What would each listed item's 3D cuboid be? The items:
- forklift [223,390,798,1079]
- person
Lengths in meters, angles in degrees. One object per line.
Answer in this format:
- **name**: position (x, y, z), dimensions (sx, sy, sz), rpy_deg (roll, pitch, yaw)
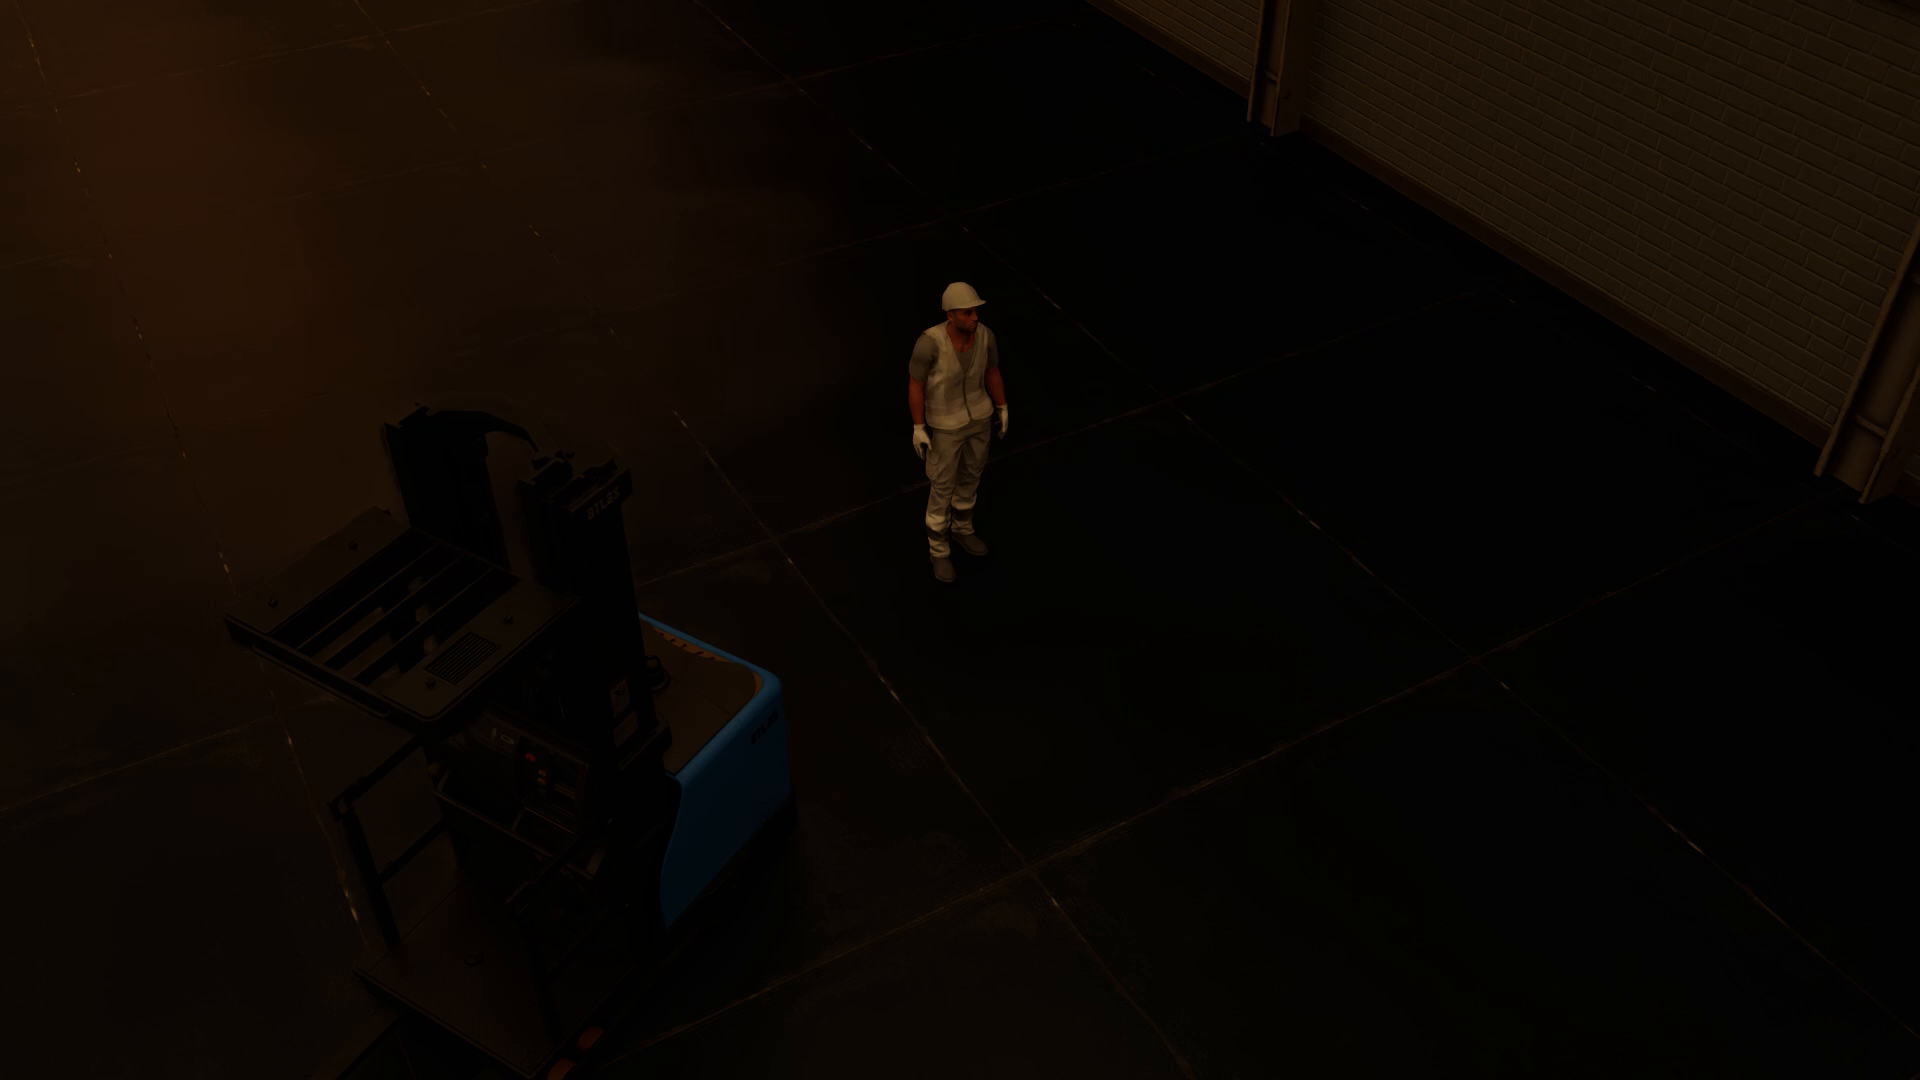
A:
- **forklift**: position (-2.027, 0.989, 6.844), dimensions (1.130, 2.935, 3.031), rpy_deg (21, 44, 24)
- **person**: position (0.029, -0.646, 9.698), dimensions (0.637, 1.787, 0.564), rpy_deg (-20, 44, -23)
